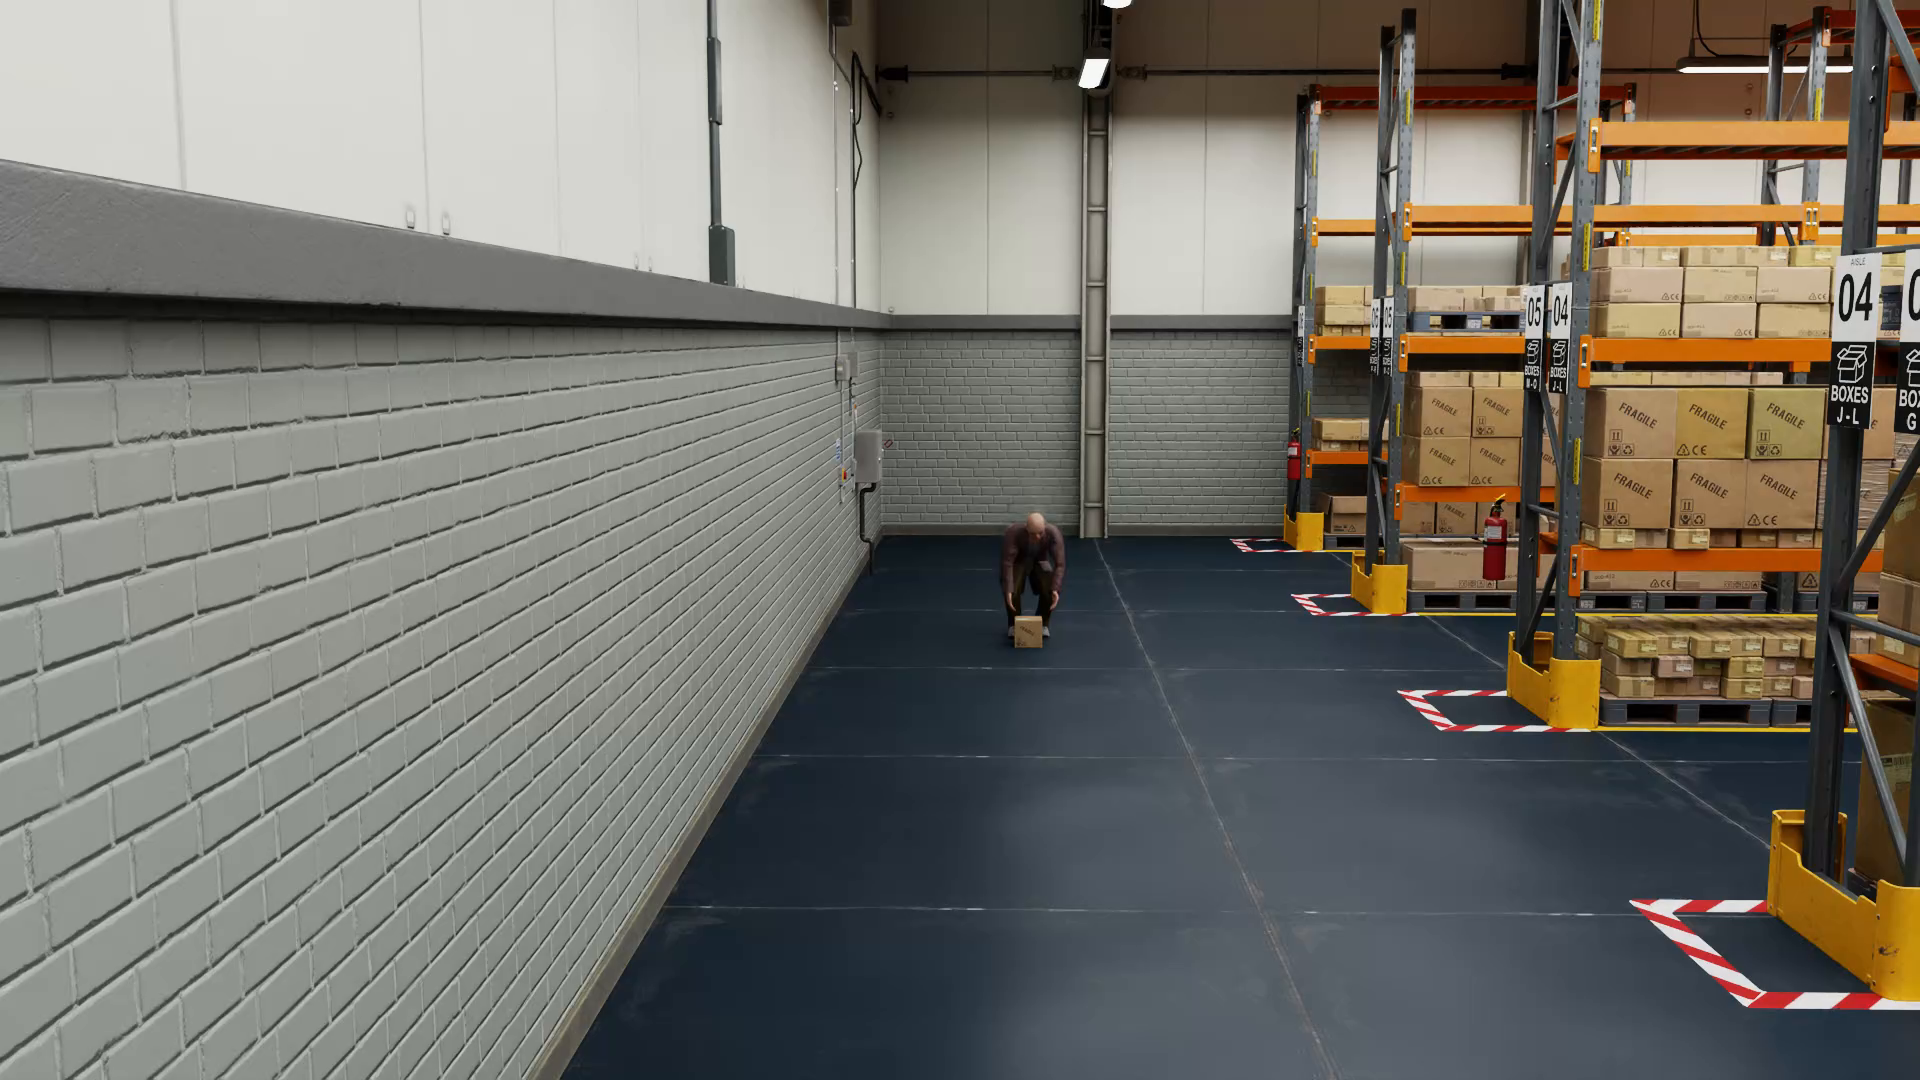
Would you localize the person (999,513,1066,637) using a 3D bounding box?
[{"bbox_3d":[0.674,0.312,15.620,0.626,1.211,0.816,0,7,1],"label":"person"}]
